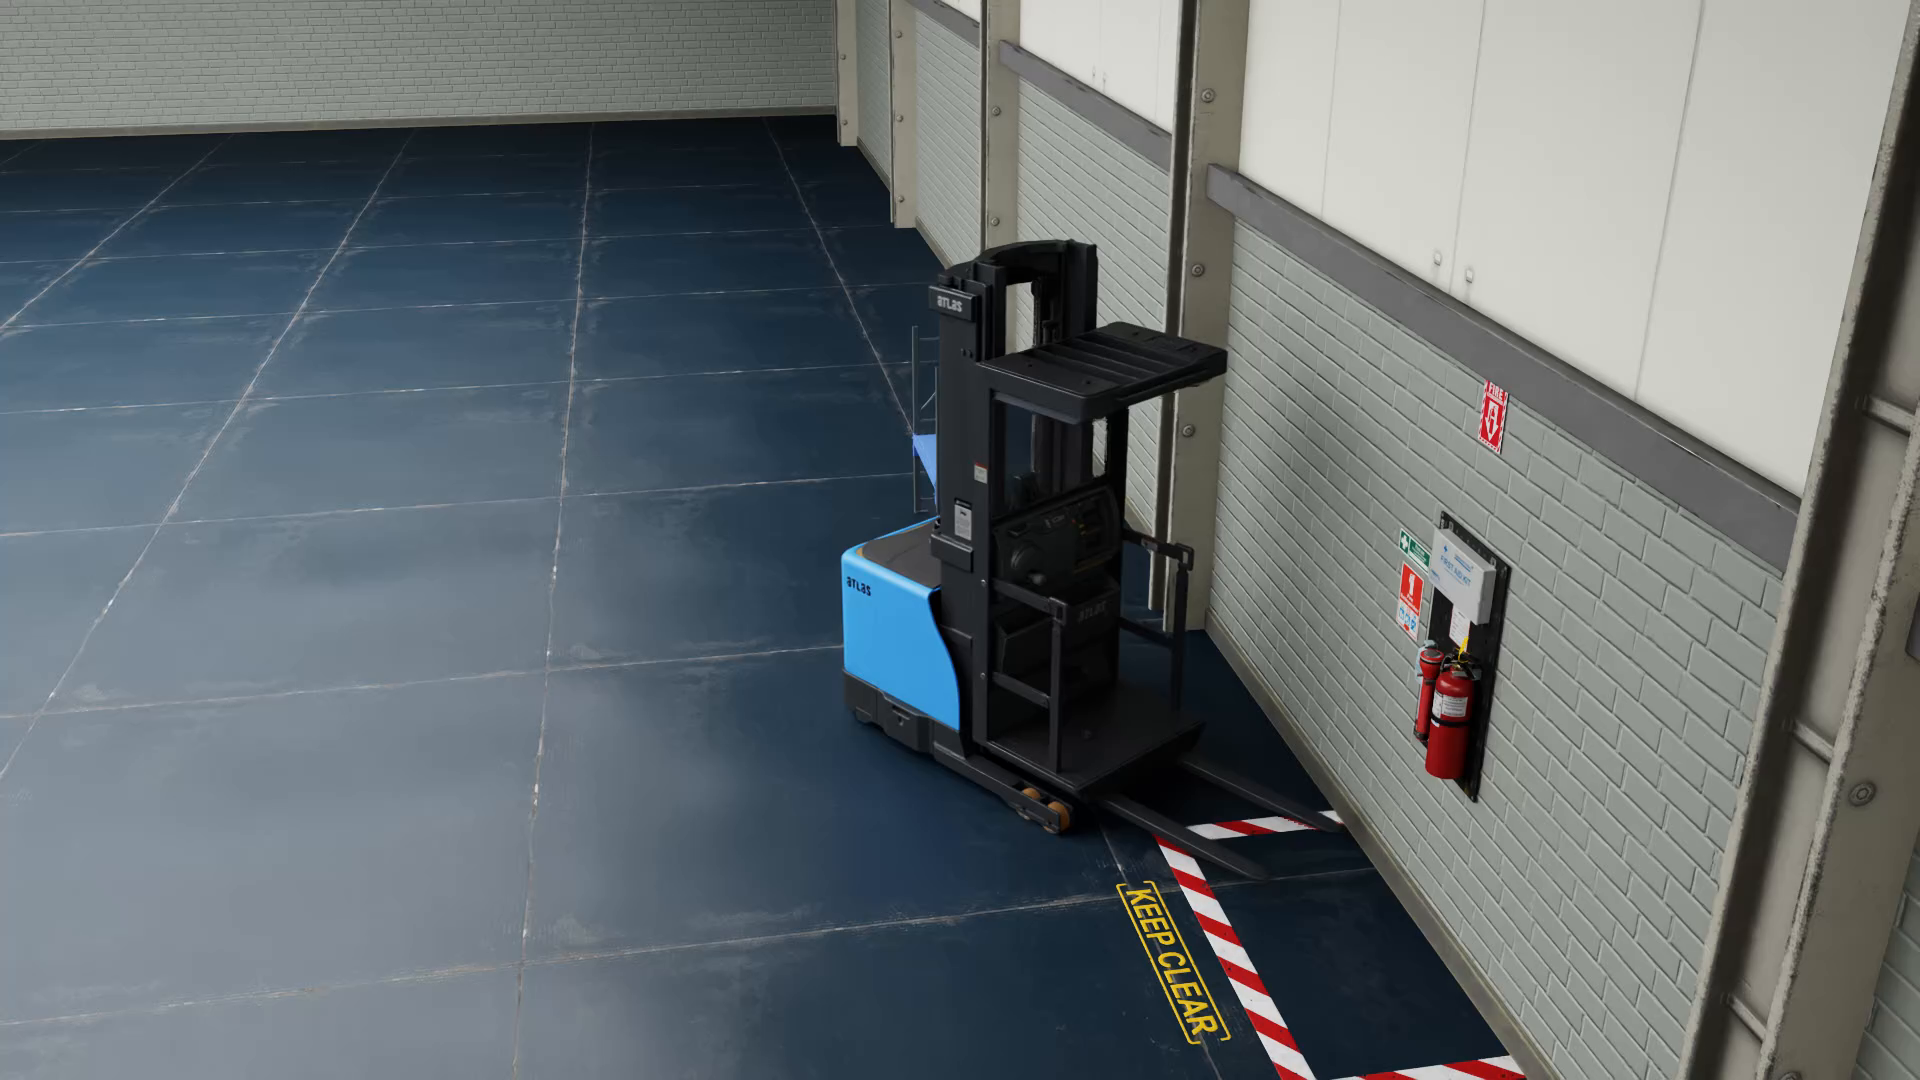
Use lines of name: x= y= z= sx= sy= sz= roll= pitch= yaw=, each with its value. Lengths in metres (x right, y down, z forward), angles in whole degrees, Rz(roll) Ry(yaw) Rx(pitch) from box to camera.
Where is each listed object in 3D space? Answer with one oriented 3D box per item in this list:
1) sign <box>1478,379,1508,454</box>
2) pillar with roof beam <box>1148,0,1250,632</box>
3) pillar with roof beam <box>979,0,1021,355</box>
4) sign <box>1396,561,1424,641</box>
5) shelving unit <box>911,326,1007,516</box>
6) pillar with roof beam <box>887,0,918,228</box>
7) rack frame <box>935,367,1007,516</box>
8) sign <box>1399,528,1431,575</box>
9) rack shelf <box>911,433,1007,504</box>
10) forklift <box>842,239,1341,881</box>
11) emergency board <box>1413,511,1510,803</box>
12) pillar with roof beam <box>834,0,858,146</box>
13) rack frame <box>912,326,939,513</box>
sign: x=2.268 y=-0.537 z=7.078 sx=0.001 sy=0.298 sz=0.199 roll=-4 pitch=24 yaw=-10
pillar with roof beam: x=-2.749 y=-3.280 z=8.759 sx=9.100 sy=9.000 sz=0.400 roll=-4 pitch=24 yaw=-10
pillar with roof beam: x=-3.858 y=-5.640 z=14.163 sx=9.100 sy=9.000 sz=0.400 roll=-4 pitch=24 yaw=-10
sign: x=2.171 y=0.294 z=8.026 sx=0.001 sy=0.329 sz=0.234 roll=-4 pitch=24 yaw=-10
shelving unit: x=-0.016 y=-0.721 z=12.269 sx=0.538 sy=1.500 sz=1.048 roll=-4 pitch=24 yaw=-10
pillar with roof beam: x=-4.968 y=-8.000 z=19.567 sx=9.100 sy=9.000 sz=0.400 roll=-4 pitch=24 yaw=-10
rack frame: x=0.078 y=-0.521 z=11.811 sx=0.500 sy=1.500 sz=0.032 roll=-4 pitch=24 yaw=-10
sign: x=2.163 y=0.054 z=7.915 sx=0.001 sy=0.109 sz=0.331 roll=-4 pitch=24 yaw=-10
rack shelf: x=-0.016 y=-0.556 z=12.341 sx=0.538 sy=0.185 sz=1.000 roll=-4 pitch=24 yaw=-10
forklift: x=0.675 y=-0.004 z=8.840 sx=1.130 sy=2.935 sz=3.031 roll=-21 pitch=31 yaw=-39
emergency board: x=2.172 y=0.536 z=7.518 sx=0.194 sy=1.169 sz=0.643 roll=-4 pitch=24 yaw=-10
pillar with roof beam: x=-6.077 y=-10.360 z=24.970 sx=9.100 sy=9.000 sz=0.400 roll=-4 pitch=24 yaw=-10
rack frame: x=-0.110 y=-0.921 z=12.727 sx=0.500 sy=1.500 sz=0.032 roll=-4 pitch=24 yaw=-10
